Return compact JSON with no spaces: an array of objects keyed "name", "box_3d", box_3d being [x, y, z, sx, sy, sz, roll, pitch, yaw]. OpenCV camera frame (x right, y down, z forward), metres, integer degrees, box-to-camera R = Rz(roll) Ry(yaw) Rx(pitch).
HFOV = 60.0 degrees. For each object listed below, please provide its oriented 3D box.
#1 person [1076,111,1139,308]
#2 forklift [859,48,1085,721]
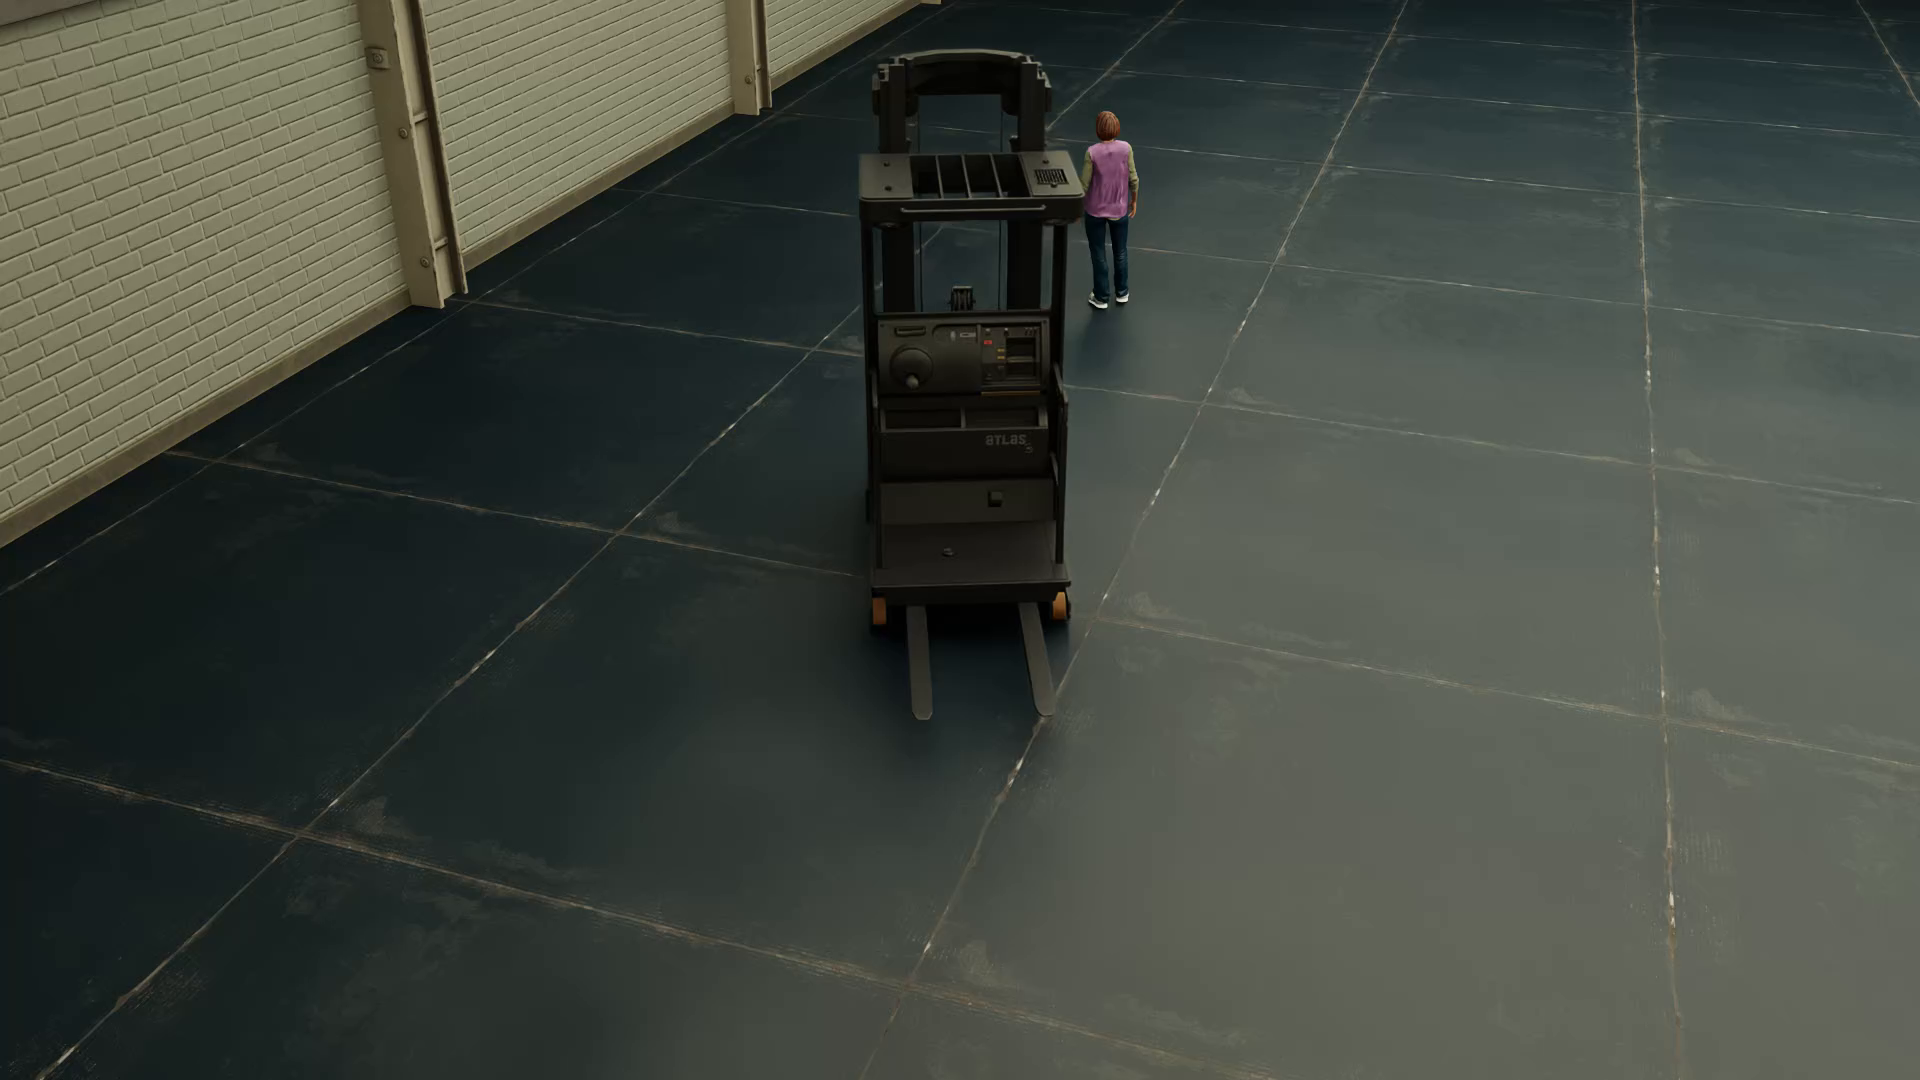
[{"name":"person","box_3d":[1.138,-2.595,13.024,0.520,1.593,0.475,-4,30,-7]},{"name":"forklift","box_3d":[0.036,-0.960,8.821,1.130,2.935,3.031,-2,30,-3]}]
